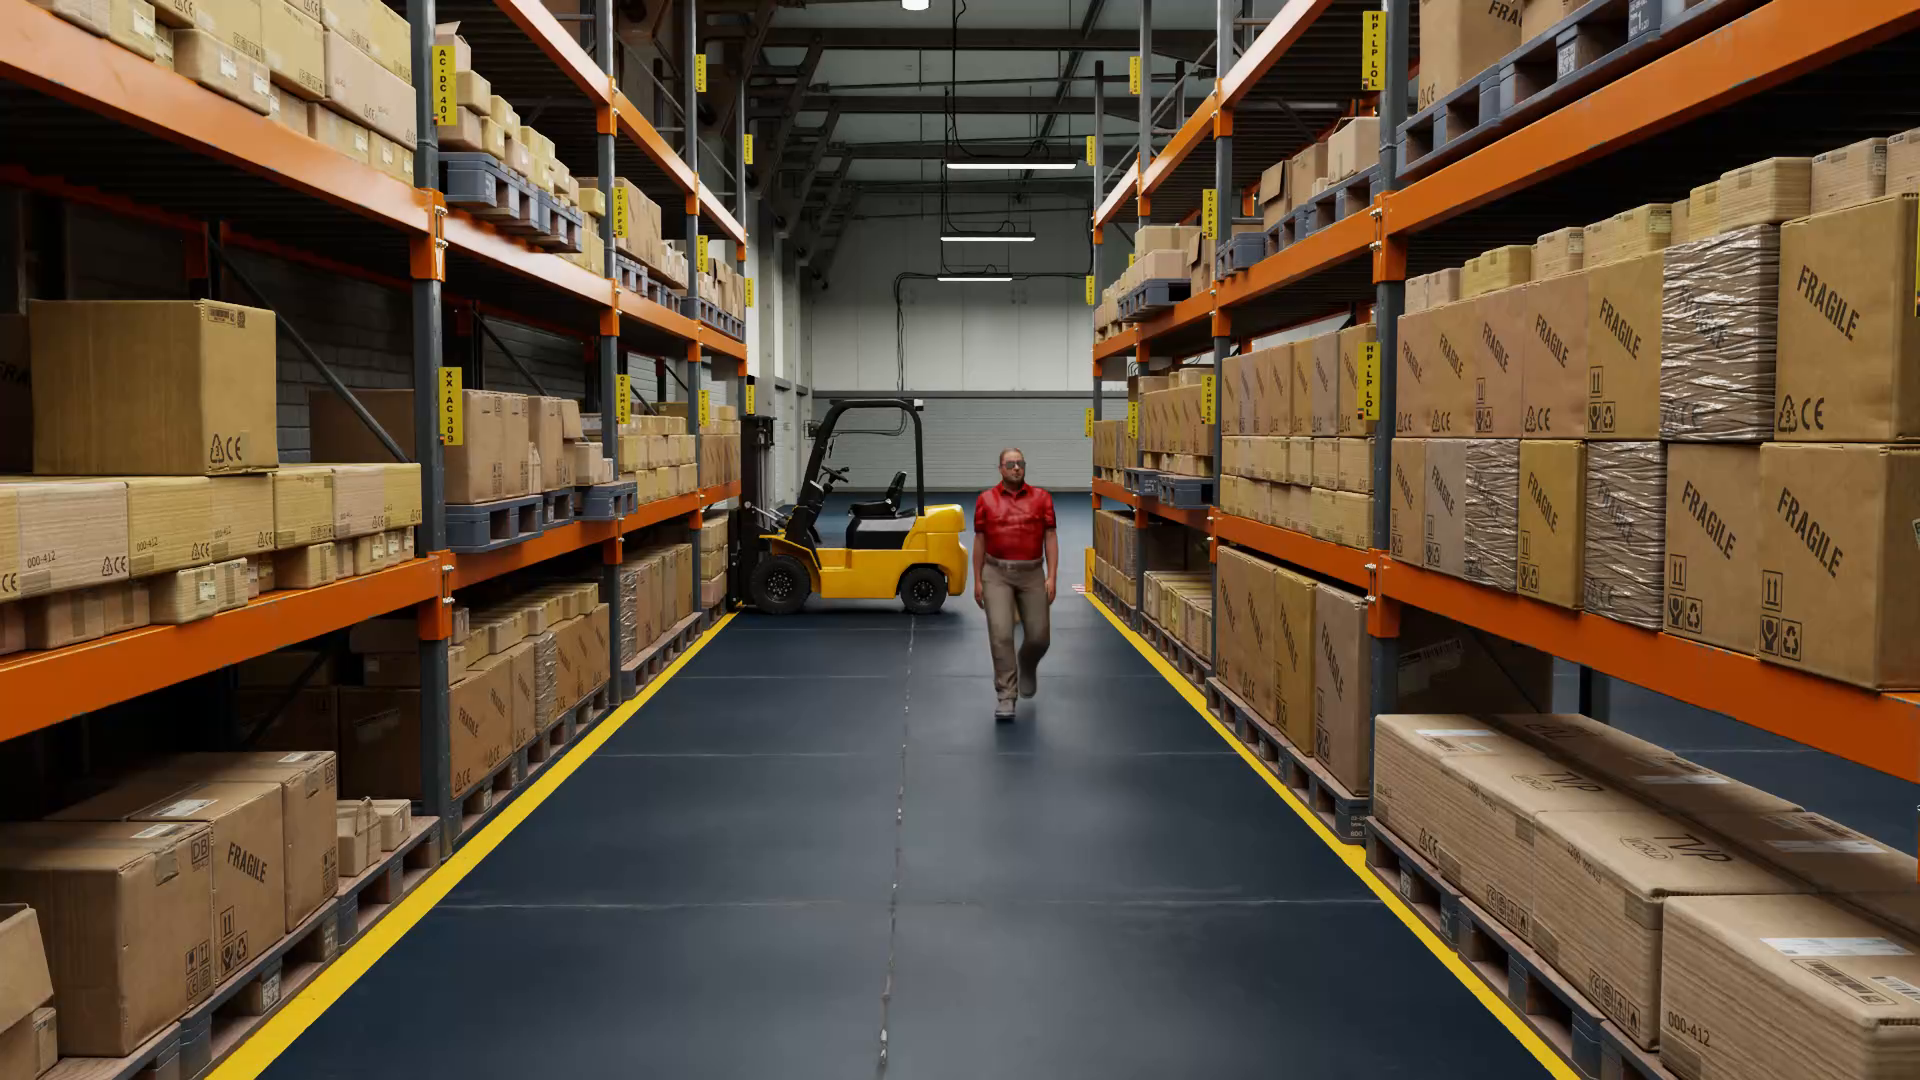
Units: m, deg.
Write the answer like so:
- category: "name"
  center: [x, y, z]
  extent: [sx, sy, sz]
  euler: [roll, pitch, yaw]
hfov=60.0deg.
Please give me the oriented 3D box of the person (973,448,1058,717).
- category: "person"
  center: [0.361, 0.256, 10.742]
  extent: [0.549, 1.694, 0.750]
  euler: [0, 4, -1]
